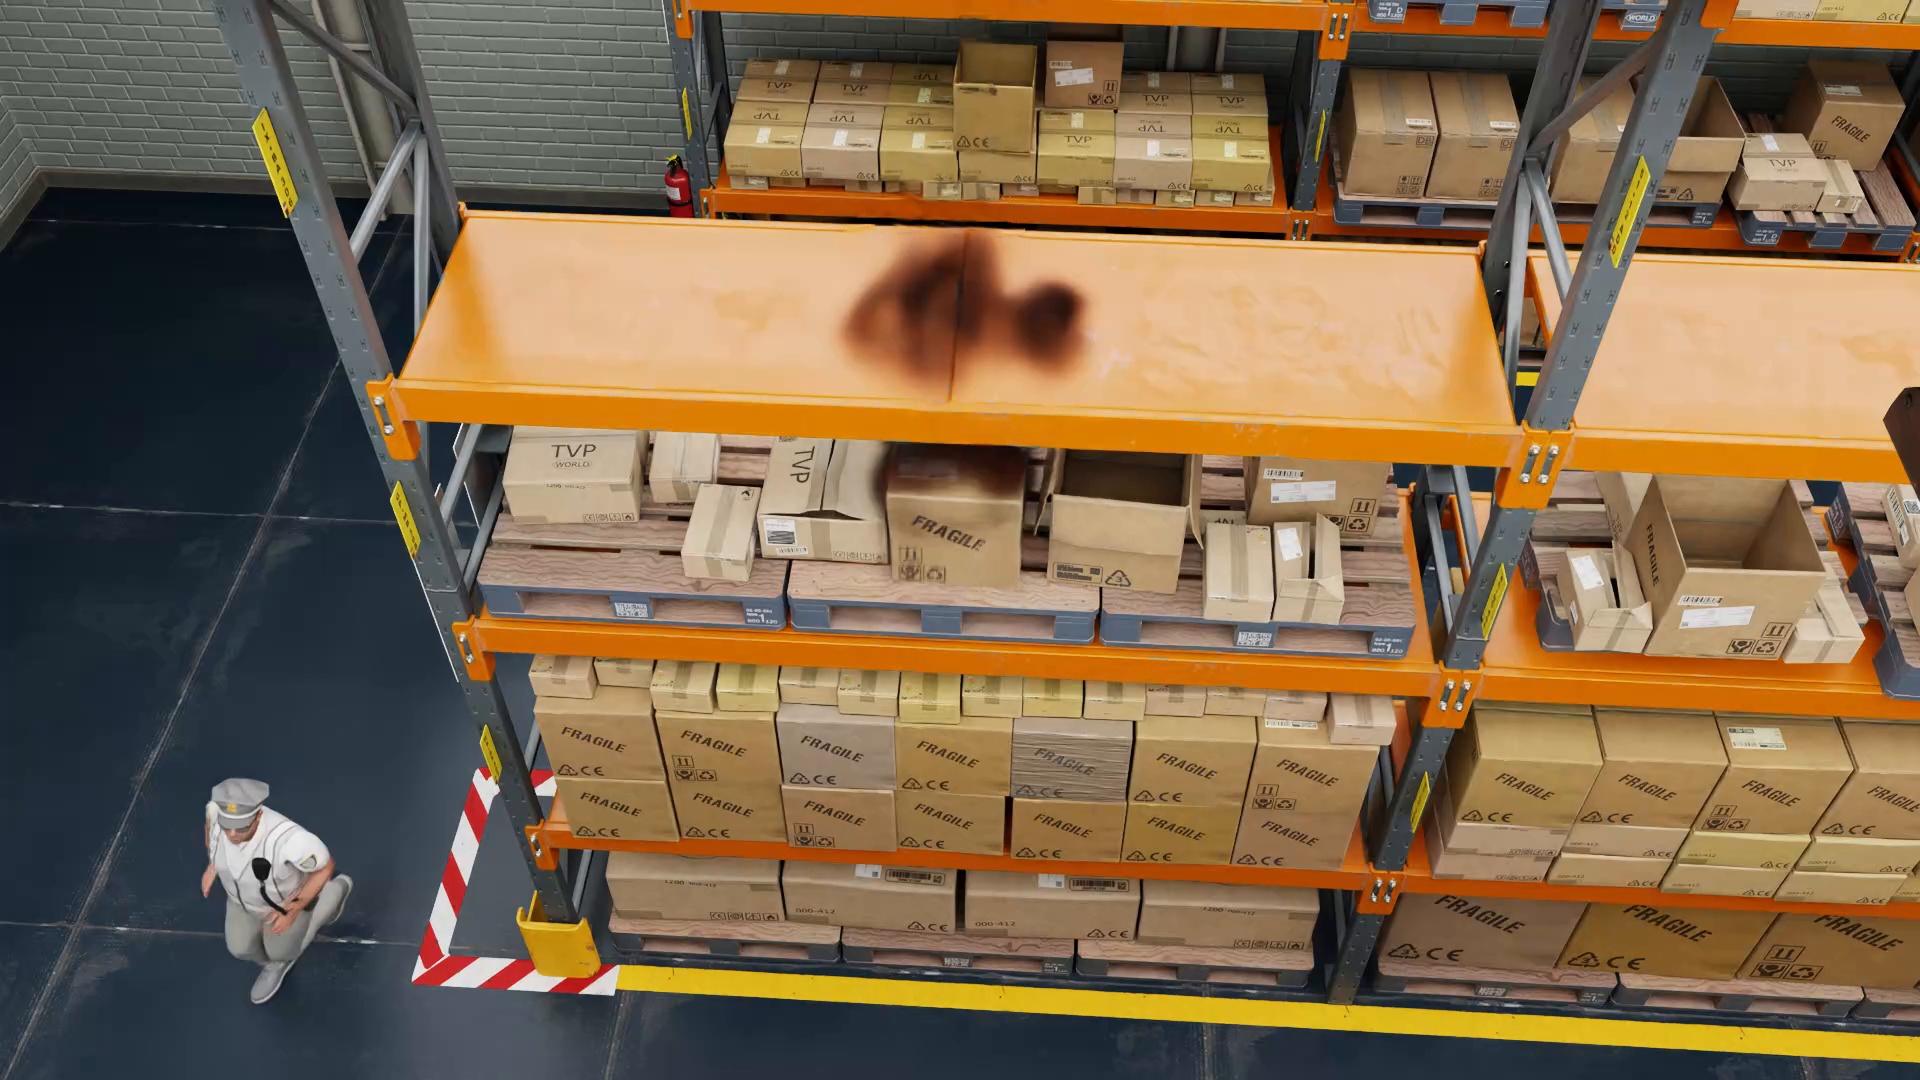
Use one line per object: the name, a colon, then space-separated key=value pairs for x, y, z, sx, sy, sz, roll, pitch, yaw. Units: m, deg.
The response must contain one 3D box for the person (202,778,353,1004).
person: x=-3.312 y=1.653 z=8.106 sx=0.704 sy=1.724 sz=0.675 roll=17 pitch=50 yaw=15
